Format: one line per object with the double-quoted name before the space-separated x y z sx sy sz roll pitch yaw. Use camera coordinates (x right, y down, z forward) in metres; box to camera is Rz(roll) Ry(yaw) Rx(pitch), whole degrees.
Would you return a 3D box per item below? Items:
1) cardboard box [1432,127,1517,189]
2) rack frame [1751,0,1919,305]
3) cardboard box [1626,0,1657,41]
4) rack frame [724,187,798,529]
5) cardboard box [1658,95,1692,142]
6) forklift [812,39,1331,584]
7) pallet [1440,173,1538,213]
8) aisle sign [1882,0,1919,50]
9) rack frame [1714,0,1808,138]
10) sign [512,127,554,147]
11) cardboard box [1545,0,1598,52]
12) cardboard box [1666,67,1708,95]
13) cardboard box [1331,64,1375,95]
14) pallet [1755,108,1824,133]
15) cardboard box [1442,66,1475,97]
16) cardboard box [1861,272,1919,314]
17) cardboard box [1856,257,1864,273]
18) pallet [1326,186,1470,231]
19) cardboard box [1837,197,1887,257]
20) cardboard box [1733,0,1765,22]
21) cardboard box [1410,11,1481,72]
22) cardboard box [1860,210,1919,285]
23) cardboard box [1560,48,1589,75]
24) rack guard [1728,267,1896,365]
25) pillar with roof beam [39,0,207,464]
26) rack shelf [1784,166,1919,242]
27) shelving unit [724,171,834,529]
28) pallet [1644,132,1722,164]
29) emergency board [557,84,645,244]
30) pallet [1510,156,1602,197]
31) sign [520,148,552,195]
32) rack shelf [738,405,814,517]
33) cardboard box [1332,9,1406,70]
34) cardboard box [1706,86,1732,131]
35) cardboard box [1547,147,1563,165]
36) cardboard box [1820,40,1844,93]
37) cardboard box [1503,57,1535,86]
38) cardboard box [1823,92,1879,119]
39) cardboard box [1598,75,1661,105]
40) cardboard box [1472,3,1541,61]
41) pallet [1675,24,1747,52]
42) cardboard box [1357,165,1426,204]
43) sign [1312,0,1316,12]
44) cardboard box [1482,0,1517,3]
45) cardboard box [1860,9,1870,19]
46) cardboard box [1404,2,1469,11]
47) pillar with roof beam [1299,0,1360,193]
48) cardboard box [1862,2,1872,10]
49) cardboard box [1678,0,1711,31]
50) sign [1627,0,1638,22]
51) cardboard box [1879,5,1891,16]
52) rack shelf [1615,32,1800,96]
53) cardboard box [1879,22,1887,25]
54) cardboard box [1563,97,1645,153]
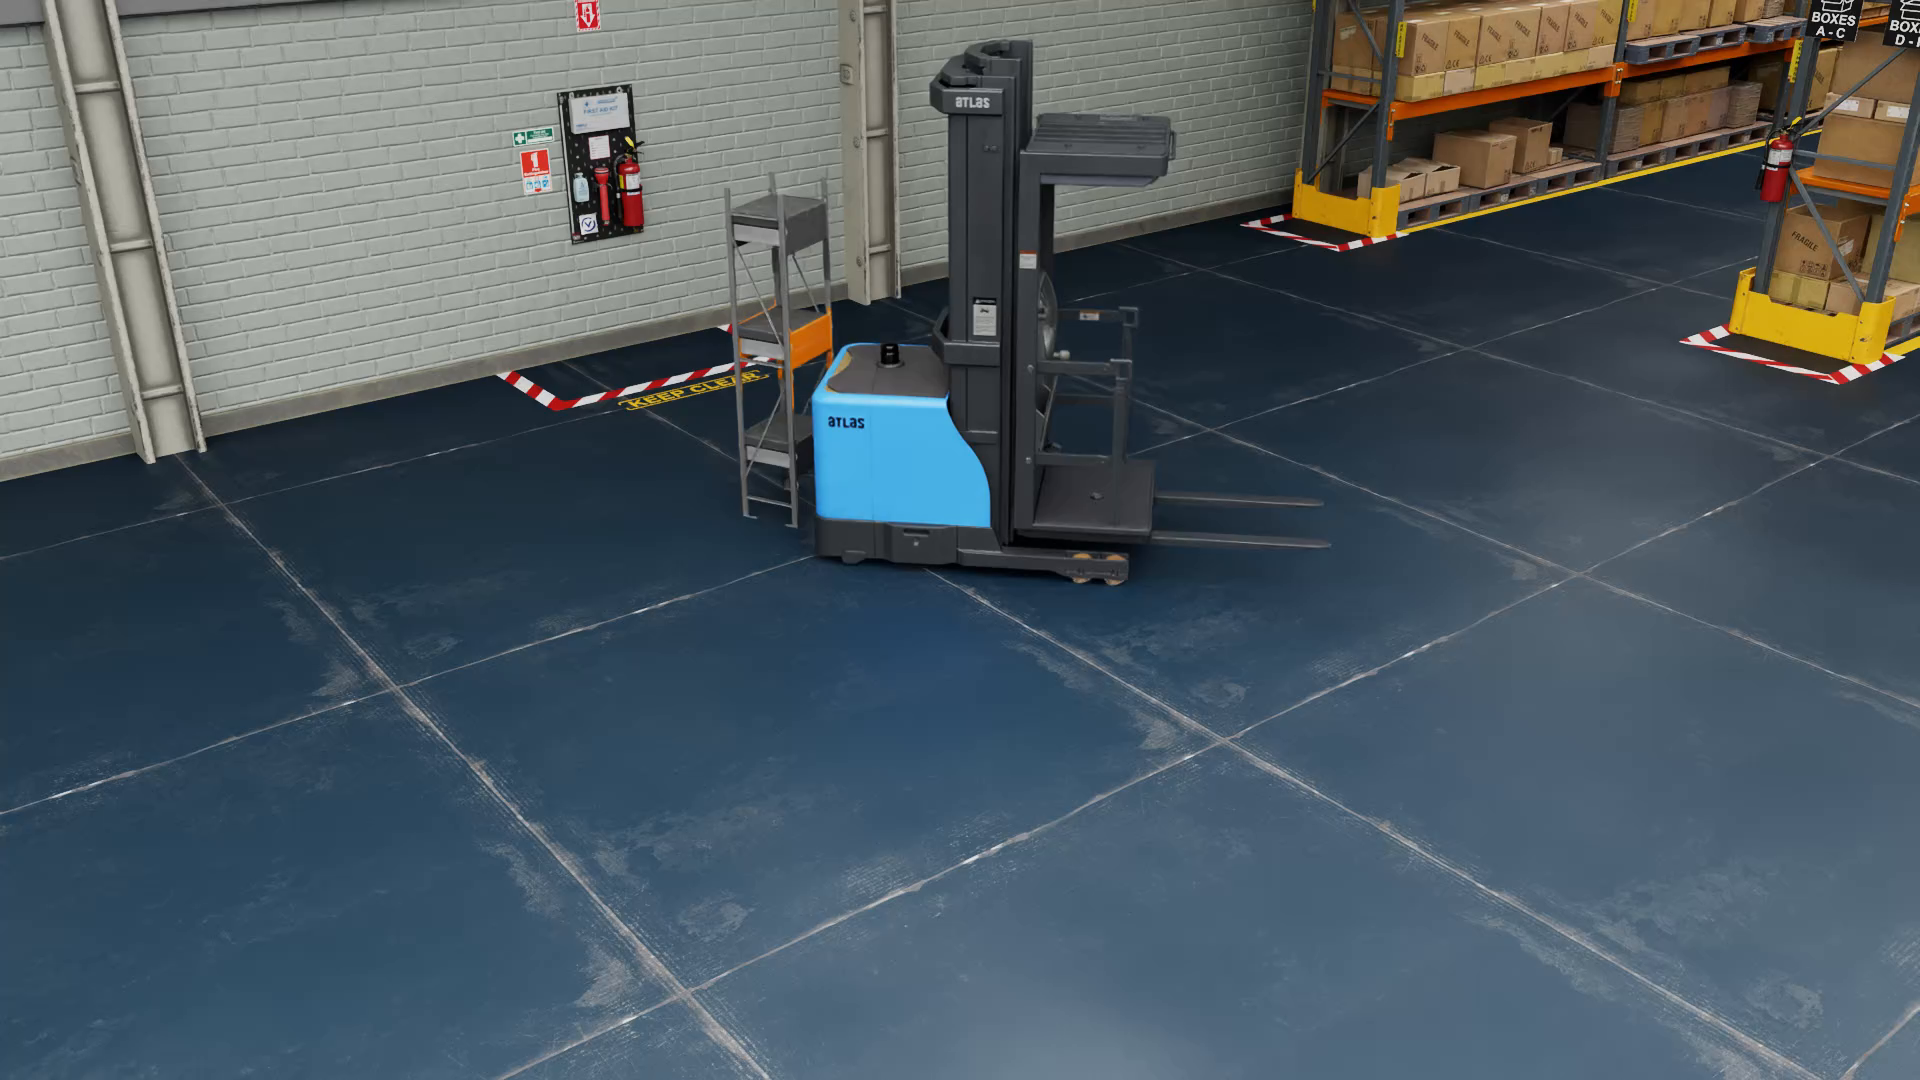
"cardboard box" 5.587 -4.169 18.116 0.500 0.500 0.700 -21 32 -37
"rack frame" 6.990 -2.991 13.131 0.127 3.000 1.000 -18 31 -34
"cardboard box" 7.499 -6.036 19.051 0.500 0.500 0.700 -18 30 -34
"rack frame" -1.194 -1.063 10.047 0.400 2.100 0.015 12 27 24
"cardboard box" 8.449 -5.202 20.343 0.500 0.500 0.700 -18 30 -33
"forklift" 0.690 -1.310 9.591 3.031 2.935 1.130 3 25 7
"pallet" 5.610 -3.900 18.403 1.213 0.211 1.003 -18 31 -34
"aisle sign" 7.127 -4.052 12.329 0.004 0.787 0.394 -18 31 -34
"rack frame" 10.226 -6.709 21.143 0.127 3.000 1.000 -18 31 -34
"sign" -3.232 -3.057 12.601 0.331 0.109 0.001 -18 31 -34
"cardboard box" 6.507 -5.594 18.005 0.500 0.500 0.500 -18 31 -34
"cardboard box" 8.802 -5.648 20.413 0.500 0.250 0.500 -18 31 -34
"cardboard box" 4.178 -4.758 17.093 0.500 0.250 0.500 -18 30 -33
"pallet" 10.892 -5.624 22.117 1.213 0.211 1.003 -18 31 -34
"cardboard box" 4.910 -4.733 17.040 0.500 0.250 0.500 -19 31 -36
"cardboard box" 7.940 -2.131 14.046 0.500 0.250 0.500 -18 31 -34
"cardboard box" 7.616 -2.305 14.421 0.500 0.250 0.500 -18 31 -34
"pallet" 4.651 -3.585 17.724 1.213 0.211 1.003 -18 31 -34
"cardboard box" 8.006 -2.777 14.547 0.500 0.500 0.500 -18 31 -34
"cardboard box" 9.439 -6.674 20.427 0.500 0.500 0.700 -22 33 -39
"cardboard box" 4.886 -5.062 16.857 0.500 0.500 0.500 -18 30 -34
"cardboard box" 7.941 -2.470 13.887 0.500 0.500 0.500 -18 31 -34
"cardboard box" 6.495 -5.261 18.177 0.500 0.250 0.500 -18 30 -34
"rack guard" 6.971 -1.851 13.644 0.348 0.500 1.175 -18 31 -34
"pillar with roof beam" -2.839 -3.277 6.622 0.400 9.000 9.100 -18 31 -34
"rack shelf" 8.564 -3.184 14.402 4.000 0.370 1.077 -18 31 -34
"shelving unit" -1.085 -1.155 10.245 0.431 2.100 0.503 12 27 24
"pallet" 8.650 -4.927 20.615 1.213 0.211 1.003 -18 31 -34
"emergency board" -2.742 -2.911 12.960 0.643 1.169 0.194 -18 31 -34
"pallet" 6.571 -4.219 19.090 1.213 0.211 1.003 -18 31 -34
"sign" -3.241 -2.818 12.717 0.234 0.329 0.001 -18 31 -34
"rack shelf" -1.085 -0.508 10.545 0.431 0.518 0.480 12 27 24
"cardboard box" 4.170 -5.105 16.950 0.500 0.500 0.500 -19 31 -35
"cardboard box" 9.214 -5.475 20.931 0.500 0.500 0.700 -18 31 -34
"cardboard box" 6.675 -4.436 19.087 0.380 0.166 0.250 22 33 39
"cardboard box" 11.578 -6.297 22.311 0.750 0.750 0.750 -18 31 -34
"cardboard box" 5.714 -4.994 17.602 0.500 0.250 0.500 -18 30 -34
"cardboard box" 7.173 -3.493 13.324 0.250 0.149 0.380 -19 31 -35
"cardboard box" 7.991 -5.388 19.853 0.500 0.250 0.500 -19 31 -35
"cardboard box" 5.696 -5.332 17.439 0.500 0.500 0.500 -17 30 -32
"pallet" 8.693 -6.094 20.046 1.213 0.211 1.003 -18 31 -34
"cardboard box" 4.530 -3.761 17.462 0.500 0.311 0.500 -23 33 -40
"sign" 3.603 -5.489 16.762 0.005 0.325 0.100 -18 31 -34
"cardboard box" 5.774 -5.638 18.098 0.500 0.500 0.500 -17 30 -33
"cardboard box" 11.828 -7.015 22.077 0.250 0.149 0.380 -18 30 -34
"cardboard box" 4.976 -5.368 17.517 0.500 0.500 0.500 -19 31 -35
"pillar with roof beam" 6.604 -6.394 13.339 0.400 9.000 9.100 -18 31 -34
"cardboard box" 11.575 -7.201 21.708 0.500 0.500 0.500 -18 31 -34
"cardboard box" 8.442 -6.360 19.749 0.500 0.500 0.700 -14 28 -27
"sign" 7.419 -5.885 18.339 0.005 0.325 0.100 -18 31 -34
"cardboard box" 12.255 -7.146 22.359 0.250 0.149 0.380 -19 31 -35
"rack shelf" 8.652 -5.863 20.175 4.000 0.370 1.077 -18 31 -34
"cardboard box" 7.817 -3.894 13.417 0.500 0.500 0.700 -19 31 -35
"cardboard box" 7.647 -4.932 19.762 0.500 0.500 0.700 -17 30 -32
